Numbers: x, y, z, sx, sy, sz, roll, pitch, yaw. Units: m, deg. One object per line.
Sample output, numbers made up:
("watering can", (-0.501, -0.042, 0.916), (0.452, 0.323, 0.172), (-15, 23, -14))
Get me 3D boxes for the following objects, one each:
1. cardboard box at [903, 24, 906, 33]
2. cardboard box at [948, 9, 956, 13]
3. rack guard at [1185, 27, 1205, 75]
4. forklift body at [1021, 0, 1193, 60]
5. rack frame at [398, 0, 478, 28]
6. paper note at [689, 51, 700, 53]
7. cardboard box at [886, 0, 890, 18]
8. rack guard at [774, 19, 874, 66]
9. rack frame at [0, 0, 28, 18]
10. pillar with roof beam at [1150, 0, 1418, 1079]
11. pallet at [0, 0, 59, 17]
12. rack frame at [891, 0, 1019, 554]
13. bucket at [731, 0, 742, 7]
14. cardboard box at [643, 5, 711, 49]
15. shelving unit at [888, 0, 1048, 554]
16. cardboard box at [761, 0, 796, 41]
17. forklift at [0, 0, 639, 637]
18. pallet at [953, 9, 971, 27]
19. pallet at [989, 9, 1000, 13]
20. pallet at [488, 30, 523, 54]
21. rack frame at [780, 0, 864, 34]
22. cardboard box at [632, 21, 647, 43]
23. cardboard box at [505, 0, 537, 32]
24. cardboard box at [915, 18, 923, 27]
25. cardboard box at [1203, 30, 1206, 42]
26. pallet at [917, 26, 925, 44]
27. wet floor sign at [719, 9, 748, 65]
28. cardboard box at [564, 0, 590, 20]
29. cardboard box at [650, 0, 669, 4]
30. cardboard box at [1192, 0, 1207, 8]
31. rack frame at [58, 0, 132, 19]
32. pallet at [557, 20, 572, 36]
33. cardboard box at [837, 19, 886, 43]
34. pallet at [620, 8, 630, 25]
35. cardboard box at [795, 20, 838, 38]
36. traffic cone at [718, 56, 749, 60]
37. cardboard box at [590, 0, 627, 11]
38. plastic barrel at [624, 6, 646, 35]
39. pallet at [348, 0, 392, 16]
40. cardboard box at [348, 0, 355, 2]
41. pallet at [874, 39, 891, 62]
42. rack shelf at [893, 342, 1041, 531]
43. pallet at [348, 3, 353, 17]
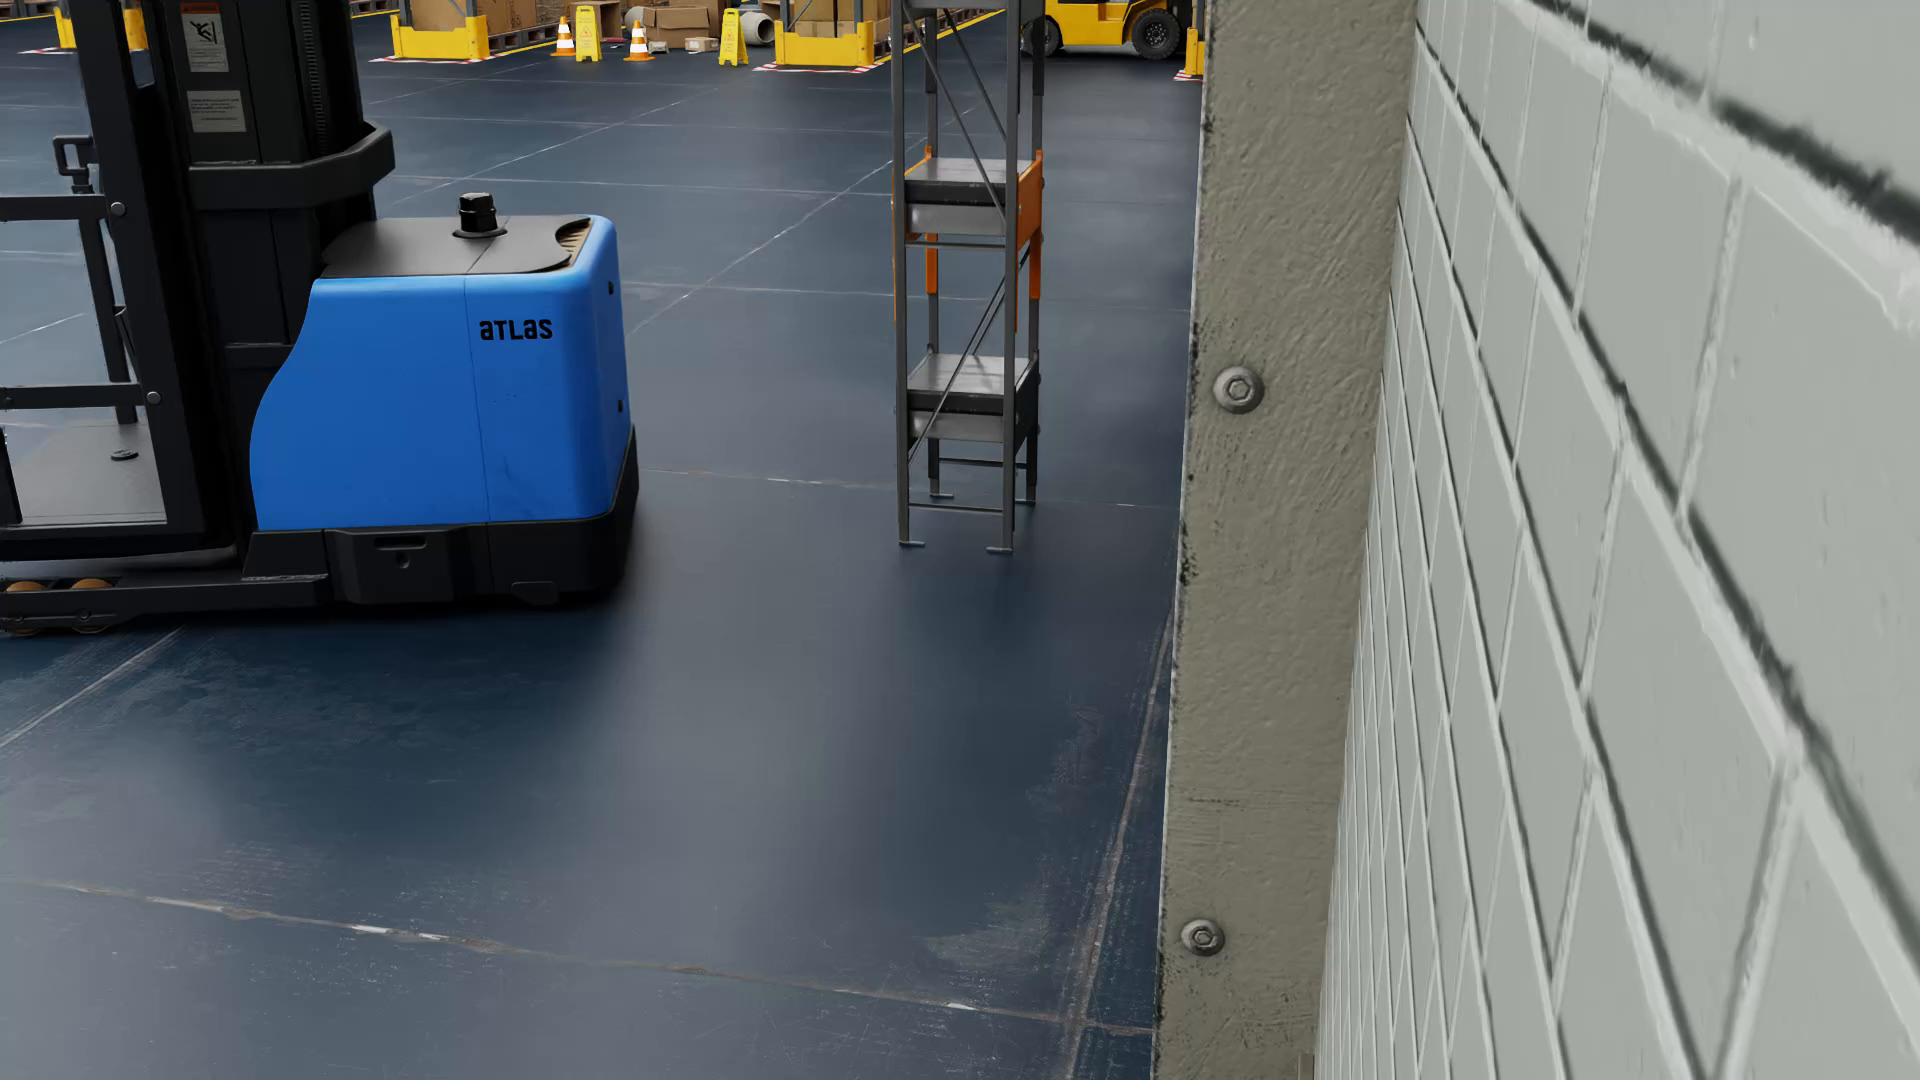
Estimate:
("cardboard box", (-1.012, -6.736, 21.672), (0.500, 0.250, 0.500), (6, 23, 15))
("cardboard box", (-0.593, -8.050, 24.772), (0.950, 0.372, 0.625), (6, 23, 14))
("rack guard", (3.198, -5.611, 19.106), (1.175, 0.500, 0.348), (4, 22, 11))
("forklift body", (1.803, -7.218, 20.886), (2.313, 2.155, 1.214), (4, 22, 11))
("rack frame", (-6.524, -7.497, 20.442), (1.000, 3.000, 0.127), (4, 22, 11))
("paper note", (-3.413, -6.277, 21.386), (0.148, 0.019, 0.142), (-3, 22, -8))
("cardboard box", (-1.116, -6.898, 21.069), (0.500, 0.500, 0.500), (4, 22, 9))
("rack guard", (-1.642, -6.025, 20.132), (1.175, 0.500, 0.348), (4, 22, 11))
("rack frame", (-15.392, -9.752, 26.042), (1.000, 3.000, 0.127), (4, 22, 11))
("pillar with roof beam", (-3.661, -3.493, 2.471), (9.100, 9.000, 0.400), (4, 22, 11))
("pallet", (-15.269, -8.749, 27.283), (1.003, 0.211, 1.213), (4, 22, 11))
("rack frame", (-0.016, -0.945, 5.379), (0.400, 2.100, 0.015), (4, 22, 11))
("bucket", (-3.479, -7.921, 23.842), (0.726, 0.611, 0.620), (13, 15, 29))
("cardboard box", (-3.778, -6.834, 22.137), (0.797, 0.503, 0.637), (-11, 25, -26))
("shelving unit", (0.034, -1.035, 5.600), (0.431, 2.100, 0.503), (4, 22, 11))
("cardboard box", (-2.392, -7.173, 22.980), (0.500, 0.500, 0.500), (-16, 27, -35))
("forklift", (-2.645, -1.271, 5.074), (3.031, 2.935, 1.130), (-2, 22, -6))
("pallet", (-0.437, -8.058, 25.568), (1.003, 0.211, 1.213), (4, 22, 11))
("pallet", (0.209, -9.071, 28.084), (1.003, 0.211, 1.213), (4, 22, 11))
("pallet", (-6.438, -6.502, 21.704), (1.003, 0.211, 1.213), (4, 22, 11))
("rack frame", (-1.658, -7.157, 19.597), (1.000, 3.000, 0.127), (4, 22, 11))
("cardboard box", (-4.256, -6.923, 22.675), (0.396, 0.266, 0.258), (8, 23, 20))
("cardboard box", (-6.273, -7.281, 22.188), (0.875, 0.875, 0.875), (4, 22, 10))
("cardboard box", (-0.798, -7.107, 22.591), (0.500, 0.250, 0.500), (4, 22, 9))
("cardboard box", (2.989, -5.895, 19.582), (0.500, 0.250, 0.500), (5, 22, 11))
("pallet", (-0.944, -7.078, 23.133), (1.003, 0.211, 1.213), (4, 22, 11))
("wet floor sign", (-2.744, -6.077, 20.066), (0.267, 0.644, 0.232), (13, 25, 29))
("cardboard box", (-5.905, -7.944, 23.835), (0.875, 0.875, 0.875), (5, 22, 12))
("cardboard box", (-5.279, -9.038, 26.718), (1.050, 0.750, 0.750), (5, 22, 12))
("cardboard box", (2.991, -6.355, 19.386), (0.500, 0.250, 0.500), (5, 23, 13))
("rack frame", (-11.359, -7.912, 21.472), (1.000, 3.000, 0.127), (4, 22, 11))
("pallet", (-5.940, -7.394, 23.919), (1.003, 0.211, 1.213), (4, 22, 11))
("cardboard box", (-1.222, -6.350, 20.712), (0.500, 0.250, 0.500), (4, 22, 10))
("pallet", (-5.624, -7.954, 25.310), (1.003, 0.211, 1.213), (4, 22, 11))
("cardboard box", (-1.751, -6.401, 20.838), (0.500, 0.250, 0.500), (4, 22, 11))
("traffic cone", (-2.833, -6.235, 20.705), (0.336, 0.463, 0.334), (4, 22, 11))
("cardboard box", (-5.669, -8.345, 24.997), (1.050, 0.750, 0.750), (4, 22, 11))
("plastic barrel", (-4.438, -7.233, 23.235), (0.421, 0.421, 0.512), (-16, 27, -35))
("pallet", (-10.139, -8.814, 27.444), (1.003, 0.211, 1.213), (4, 22, 11))
("cardboard box", (-10.167, -9.020, 26.981), (0.700, 0.500, 0.500), (3, 22, 6))
("pallet", (-1.442, -6.185, 20.917), (1.003, 0.211, 1.213), (4, 22, 11))
("rack shelf", (0.034, -0.373, 5.867), (0.431, 0.518, 0.480), (4, 22, 11))
("pallet", (-10.385, -8.366, 26.333), (1.003, 0.211, 1.213), (4, 22, 11))
